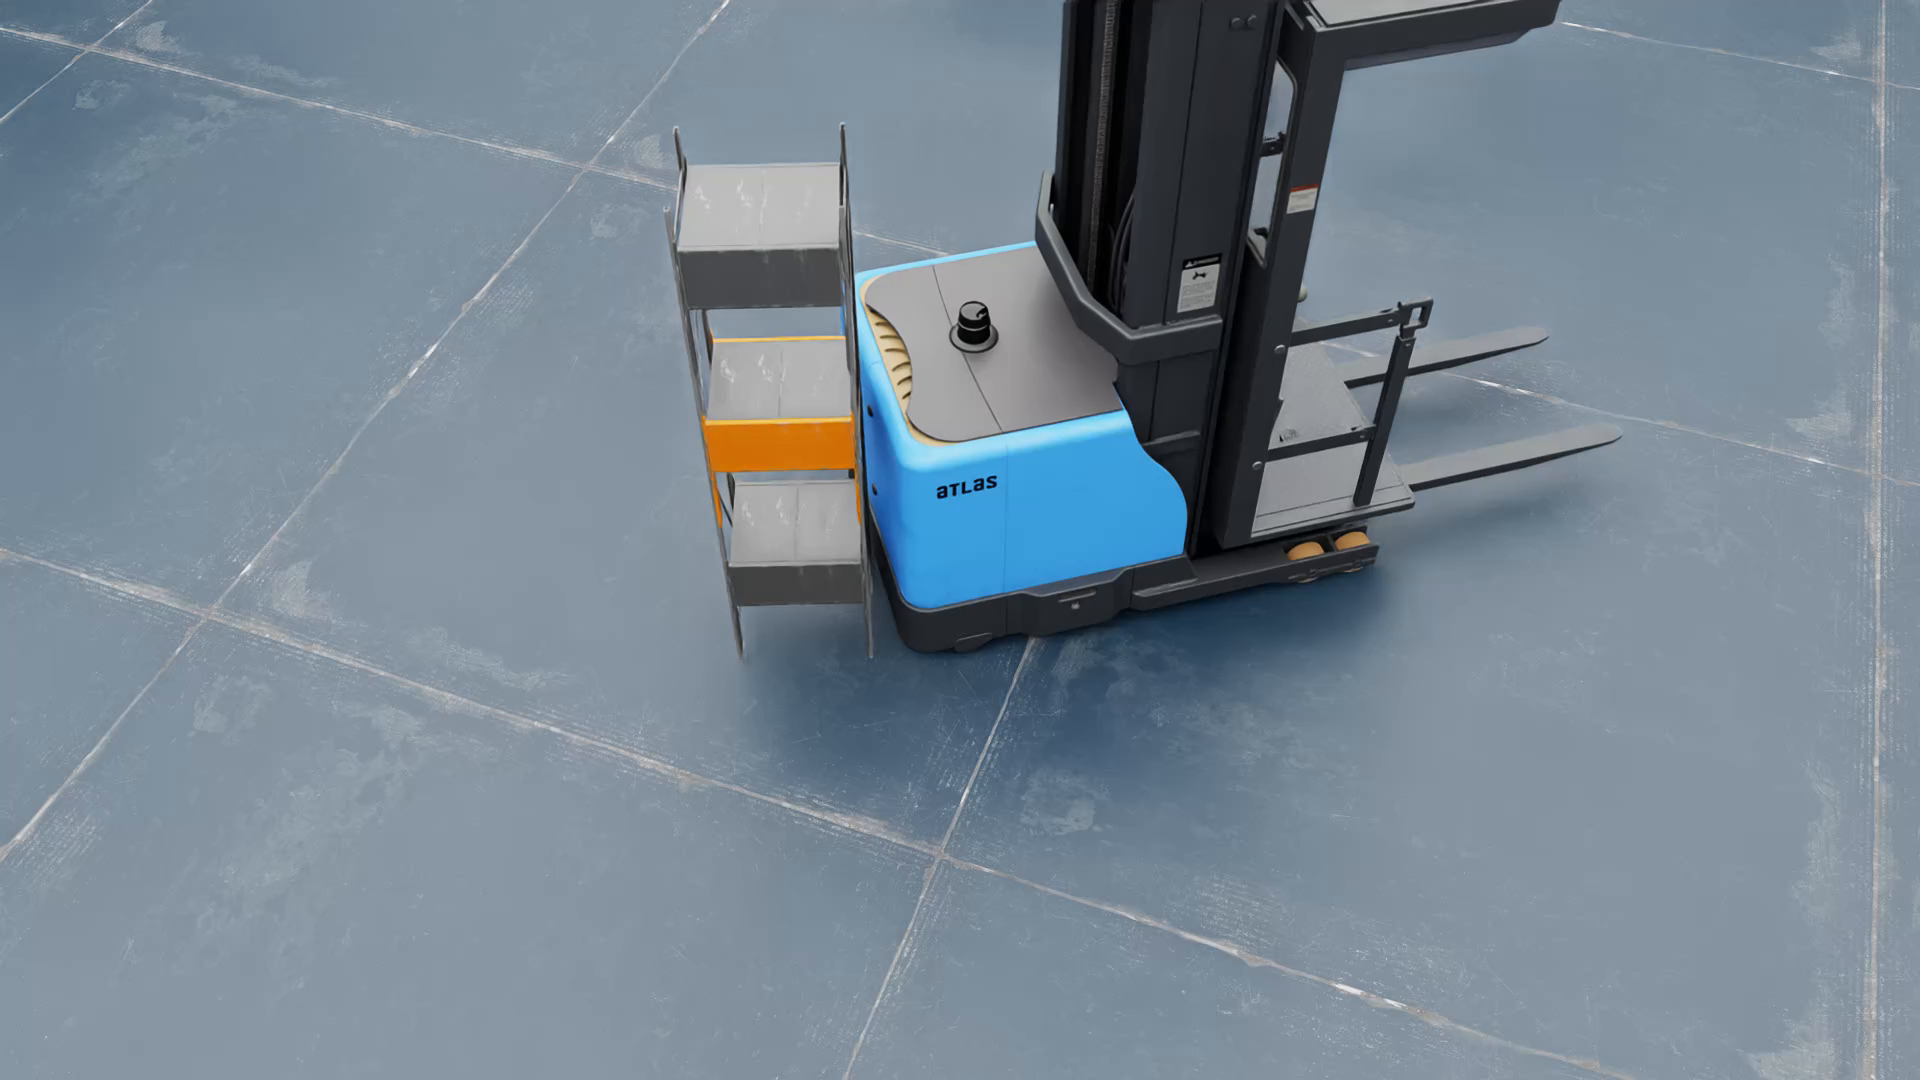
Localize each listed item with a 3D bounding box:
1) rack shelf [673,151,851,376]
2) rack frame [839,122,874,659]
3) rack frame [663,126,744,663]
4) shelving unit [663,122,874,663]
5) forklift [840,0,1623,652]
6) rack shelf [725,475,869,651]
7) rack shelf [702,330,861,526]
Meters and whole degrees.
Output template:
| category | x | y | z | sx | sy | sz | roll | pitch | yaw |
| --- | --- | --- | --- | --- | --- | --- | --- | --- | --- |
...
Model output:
| category | x | y | z | sx | sy | sz | roll | pitch | yaw |
| --- | --- | --- | --- | --- | --- | --- | --- | --- | --- |
| rack shelf | -0.583 | -0.836 | 5.043 | 0.480 | 0.518 | 0.431 | -2 | 49 | -1 |
| rack frame | -0.339 | -0.393 | 5.568 | 0.015 | 2.100 | 0.400 | -2 | 49 | -1 |
| rack frame | -0.827 | -0.379 | 5.556 | 0.015 | 2.100 | 0.400 | -2 | 49 | -1 |
| shelving unit | -0.583 | -0.386 | 5.562 | 0.503 | 2.100 | 0.431 | -2 | 49 | -1 |
| forklift | 1.122 | -1.169 | 5.690 | 3.031 | 2.935 | 1.130 | -12 | 50 | -10 |
| rack shelf | -0.583 | 0.081 | 6.101 | 0.480 | 0.518 | 0.431 | -2 | 49 | -1 |
| rack shelf | -0.583 | -0.377 | 5.572 | 0.480 | 0.518 | 0.431 | -2 | 49 | -1 |
